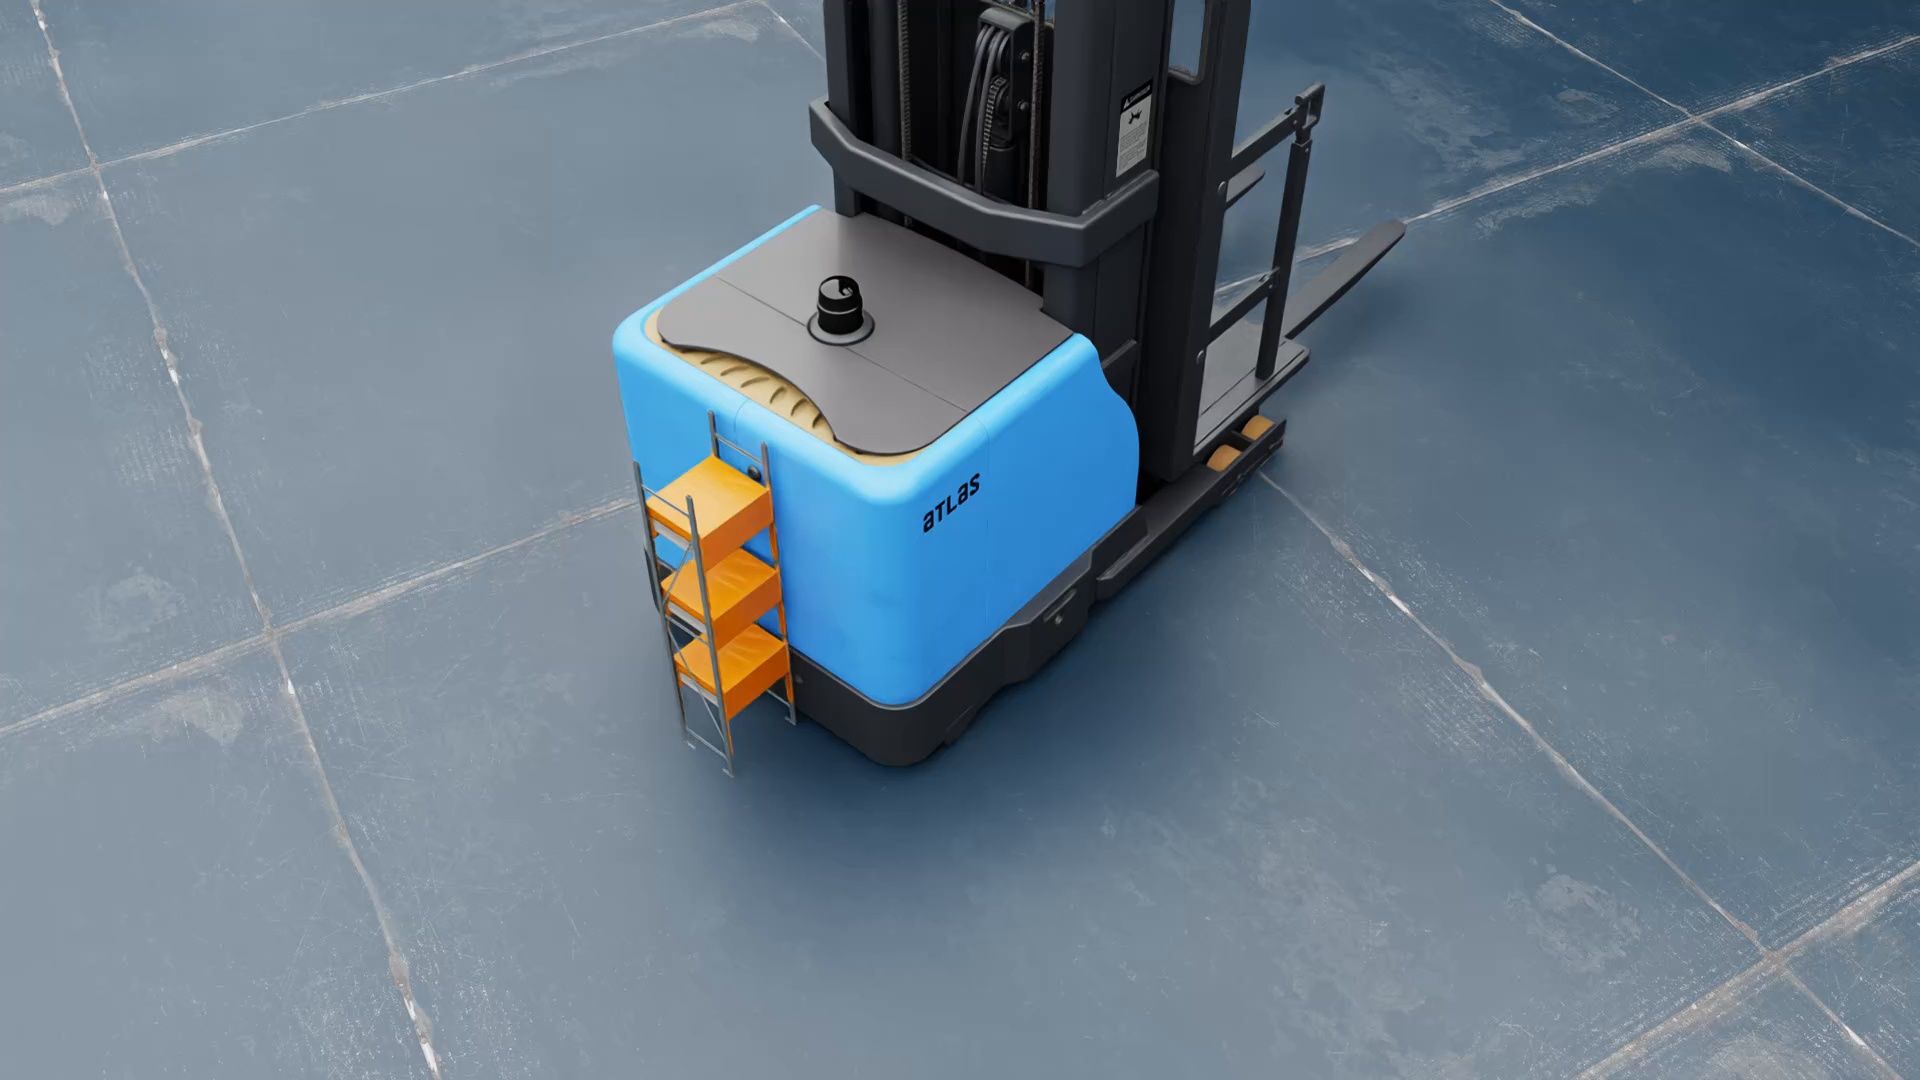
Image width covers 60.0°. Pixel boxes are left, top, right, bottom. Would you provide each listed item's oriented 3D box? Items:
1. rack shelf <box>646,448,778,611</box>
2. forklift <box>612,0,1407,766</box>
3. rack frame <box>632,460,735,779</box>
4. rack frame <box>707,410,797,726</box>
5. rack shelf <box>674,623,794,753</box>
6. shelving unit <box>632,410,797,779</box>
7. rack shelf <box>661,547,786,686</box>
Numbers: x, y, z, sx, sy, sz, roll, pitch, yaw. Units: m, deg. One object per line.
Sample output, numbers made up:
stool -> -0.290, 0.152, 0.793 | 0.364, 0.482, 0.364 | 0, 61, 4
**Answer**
rack shelf -> -0.619, -0.027, 4.132 | 0.215, 0.259, 0.240 | 30, 52, 28
forklift -> 0.417, -1.397, 4.584 | 1.130, 2.935, 3.031 | 30, 52, 28
rack frame -> -0.697, 0.234, 4.255 | 0.200, 1.050, 0.008 | 30, 52, 28
rack frame -> -0.540, 0.104, 4.389 | 0.200, 1.050, 0.008 | 30, 52, 28
rack shelf -> -0.619, 0.376, 4.523 | 0.215, 0.259, 0.240 | 30, 52, 28
shelving unit -> -0.619, 0.169, 4.322 | 0.215, 1.050, 0.252 | 30, 52, 28
rack shelf -> -0.619, 0.176, 4.330 | 0.215, 0.259, 0.240 | 30, 52, 28
